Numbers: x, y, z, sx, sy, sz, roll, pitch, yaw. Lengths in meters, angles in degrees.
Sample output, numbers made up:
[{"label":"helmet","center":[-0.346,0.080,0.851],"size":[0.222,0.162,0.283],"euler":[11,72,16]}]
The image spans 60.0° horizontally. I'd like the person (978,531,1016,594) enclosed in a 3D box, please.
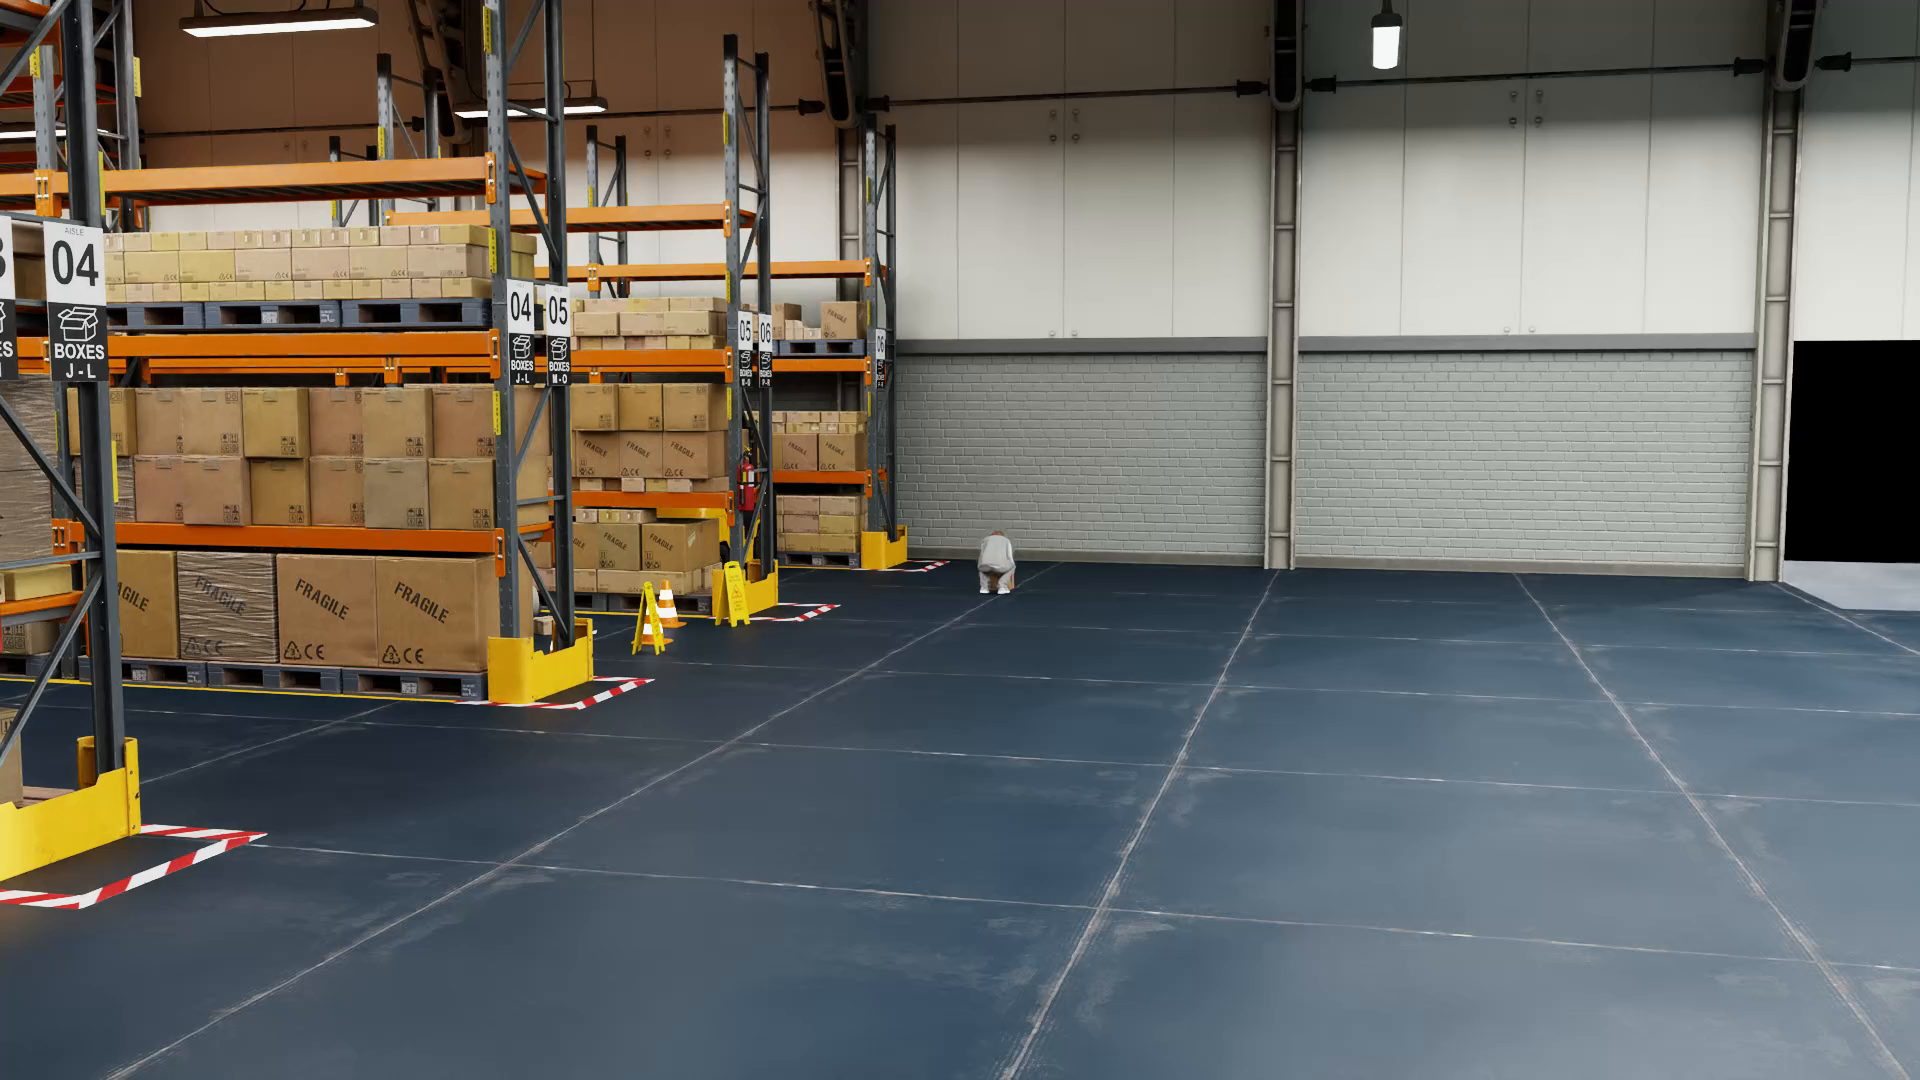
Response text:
[{"label":"person","center":[0.427,0.303,19.666],"size":[0.435,0.757,0.830],"euler":[1,5,13]}]
